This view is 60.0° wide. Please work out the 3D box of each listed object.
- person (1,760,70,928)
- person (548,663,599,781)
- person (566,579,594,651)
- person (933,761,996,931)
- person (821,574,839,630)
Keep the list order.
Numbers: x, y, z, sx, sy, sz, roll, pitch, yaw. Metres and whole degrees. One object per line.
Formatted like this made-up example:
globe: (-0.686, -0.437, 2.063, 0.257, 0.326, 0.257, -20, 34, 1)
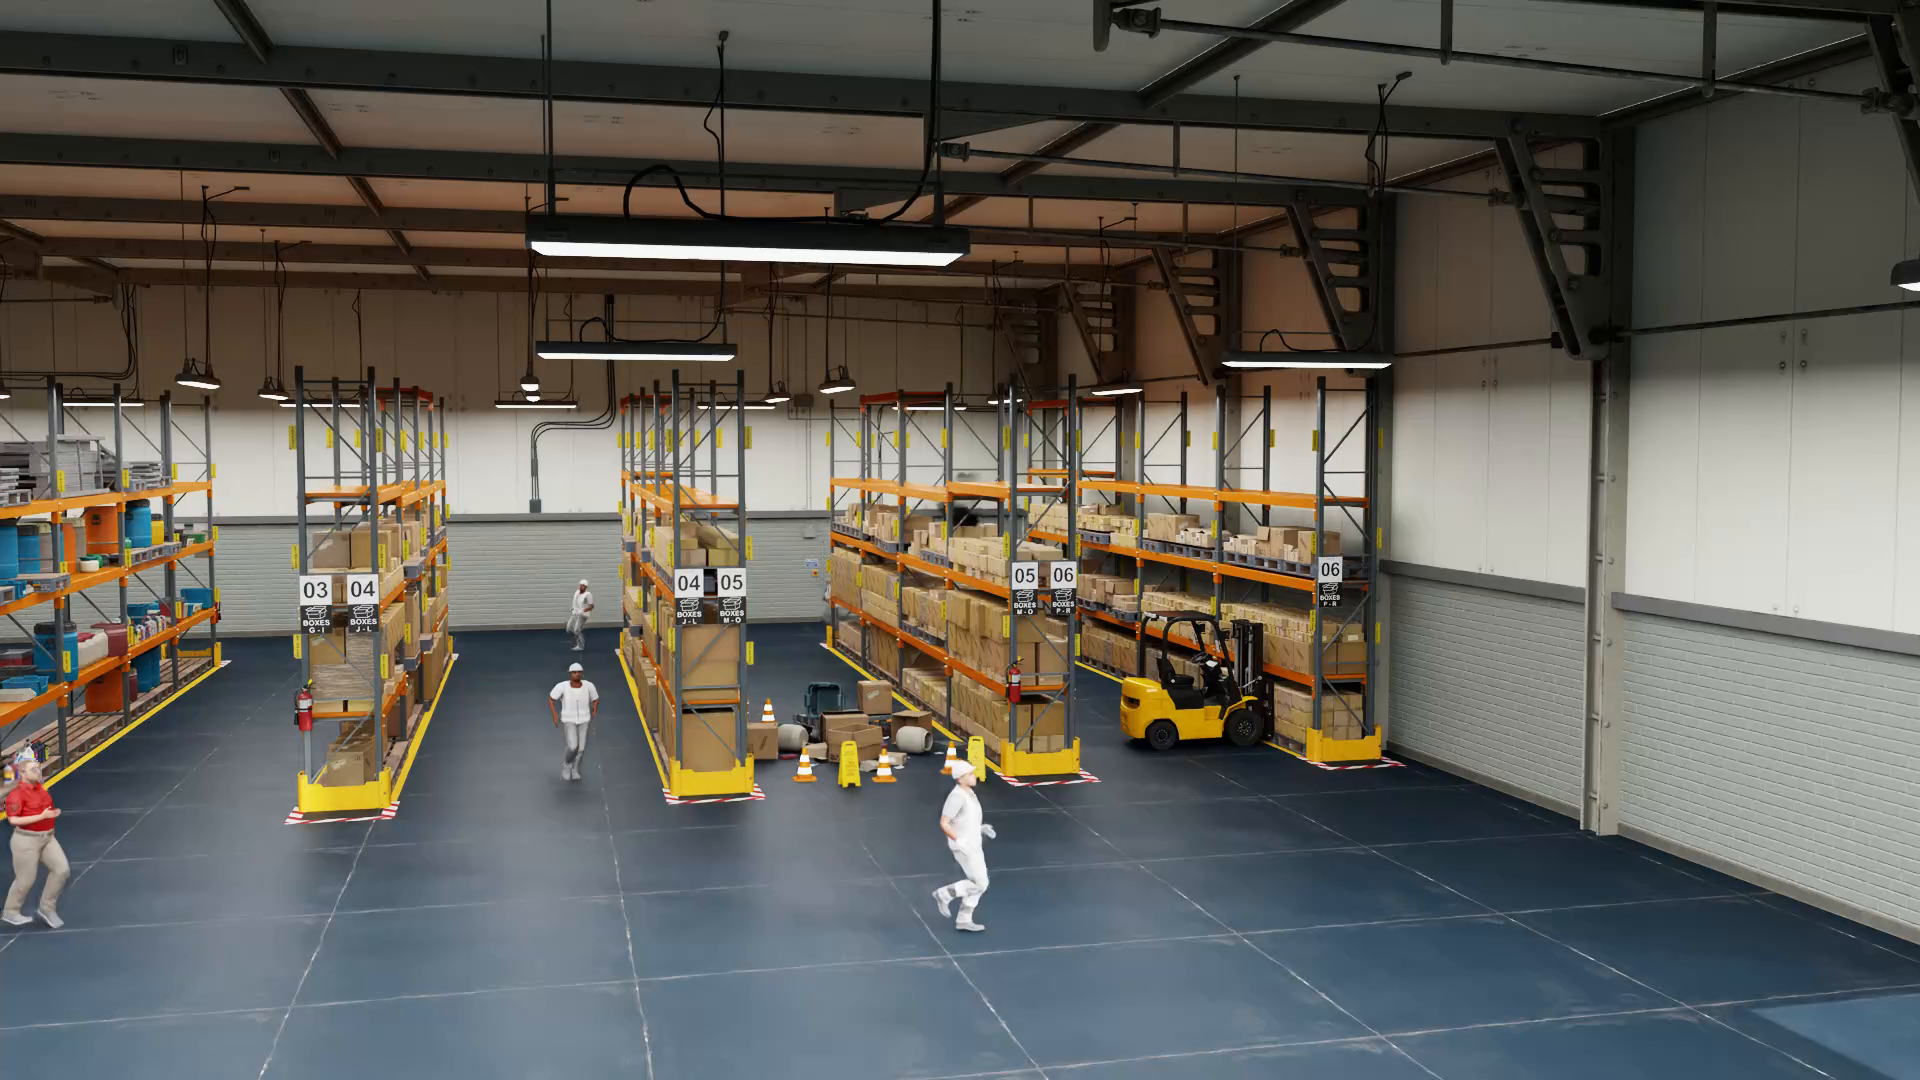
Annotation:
person: (-9.474, 3.136, 17.047, 0.727, 1.779, 0.640, 1, 3, 11)
person: (-5.620, 2.671, 24.401, 0.700, 1.738, 0.633, -2, 4, -29)
person: (-9.007, 1.789, 39.442, 0.722, 1.714, 0.501, 3, 4, 37)
person: (0.042, 3.121, 16.985, 0.601, 1.738, 0.658, 1, 4, 16)
person: (-3.153, 1.694, 41.704, 0.666, 1.700, 0.612, 0, 3, -1)
